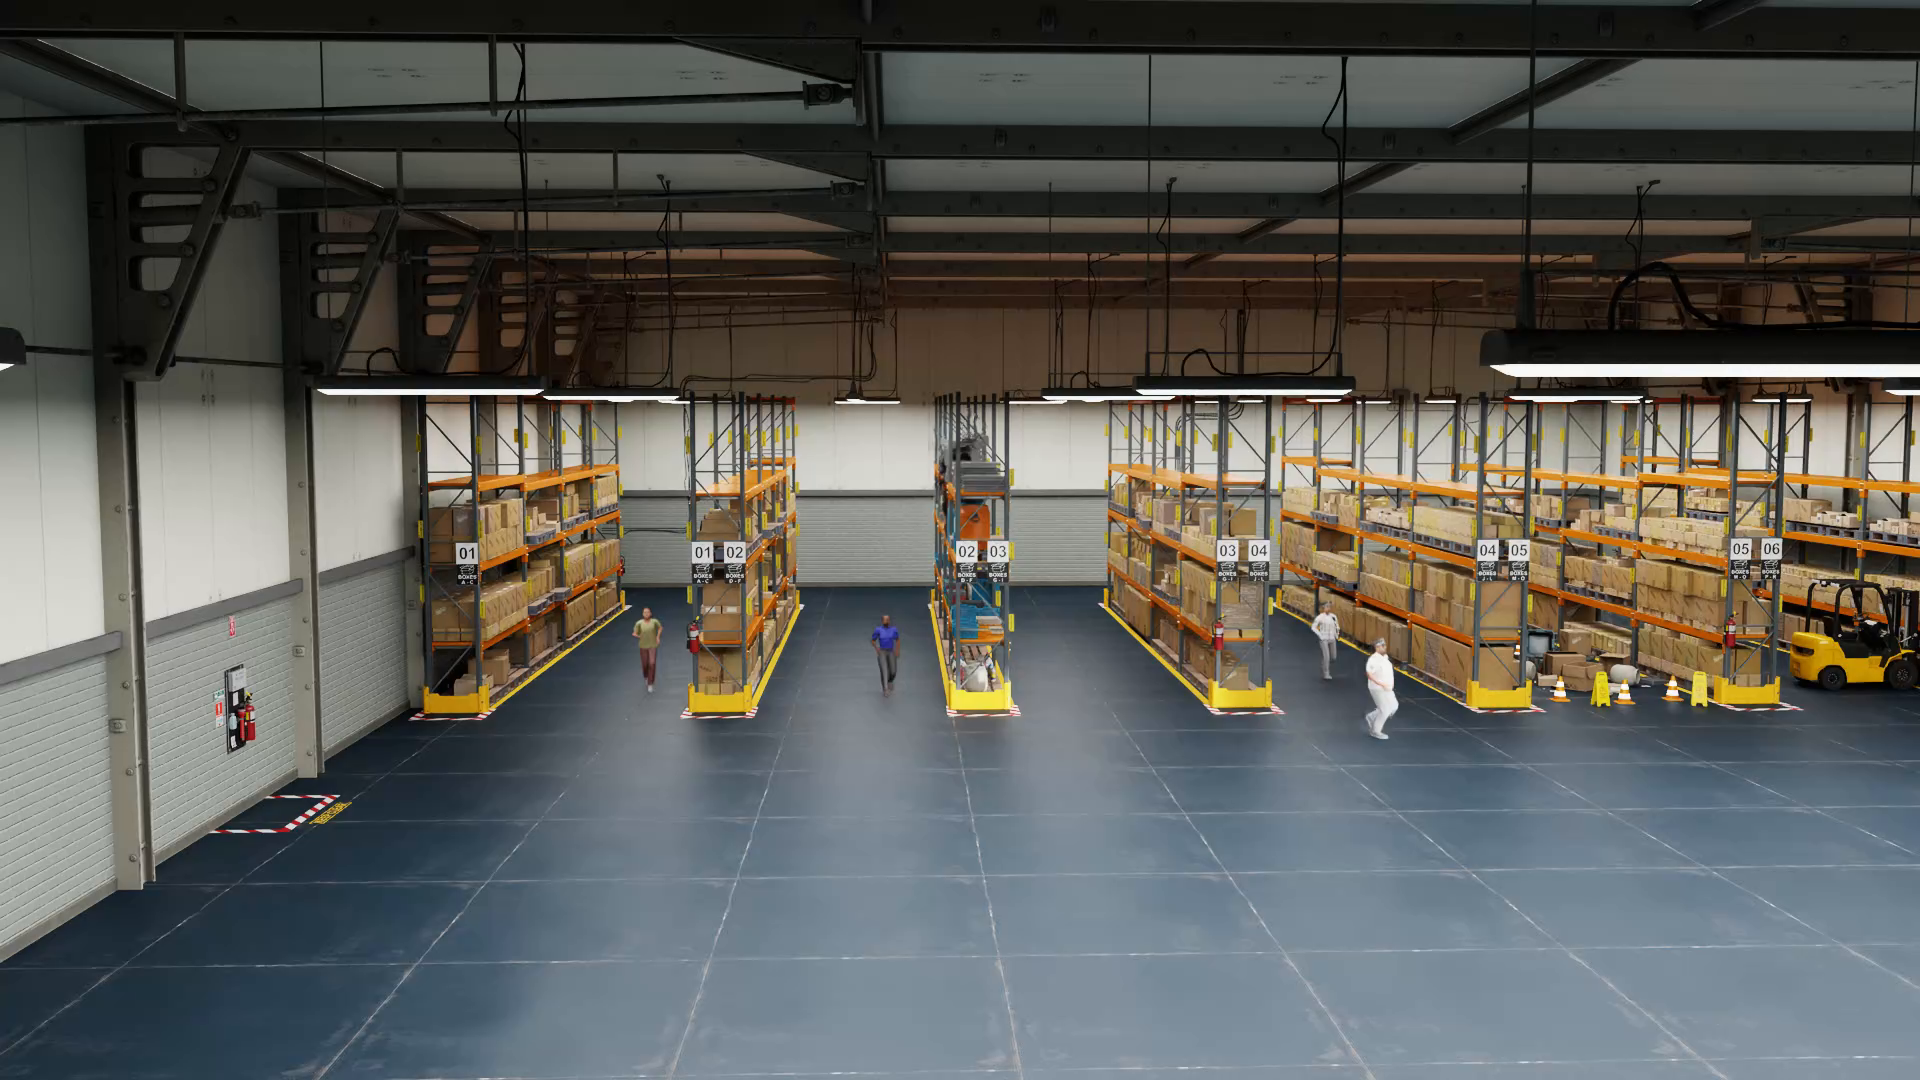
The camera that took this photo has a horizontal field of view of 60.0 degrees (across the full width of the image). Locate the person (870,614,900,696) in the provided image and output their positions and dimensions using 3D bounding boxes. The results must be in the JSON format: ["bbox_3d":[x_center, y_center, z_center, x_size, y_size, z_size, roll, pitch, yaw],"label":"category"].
[{"bbox_3d":[-1.485,2.280,32.984,0.567,1.607,0.556,-1,5,-10],"label":"person"}]

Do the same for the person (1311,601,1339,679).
[{"bbox_3d":[7.723,2.096,35.063,0.615,1.635,0.548,-1,5,-10],"label":"person"}]

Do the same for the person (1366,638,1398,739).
[{"bbox_3d":[7.281,2.552,28.817,0.550,1.752,0.666,4,6,39],"label":"person"}]

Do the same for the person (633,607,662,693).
[{"bbox_3d":[-6.322,2.185,33.629,0.576,1.684,0.956,-1,5,-9],"label":"person"}]
